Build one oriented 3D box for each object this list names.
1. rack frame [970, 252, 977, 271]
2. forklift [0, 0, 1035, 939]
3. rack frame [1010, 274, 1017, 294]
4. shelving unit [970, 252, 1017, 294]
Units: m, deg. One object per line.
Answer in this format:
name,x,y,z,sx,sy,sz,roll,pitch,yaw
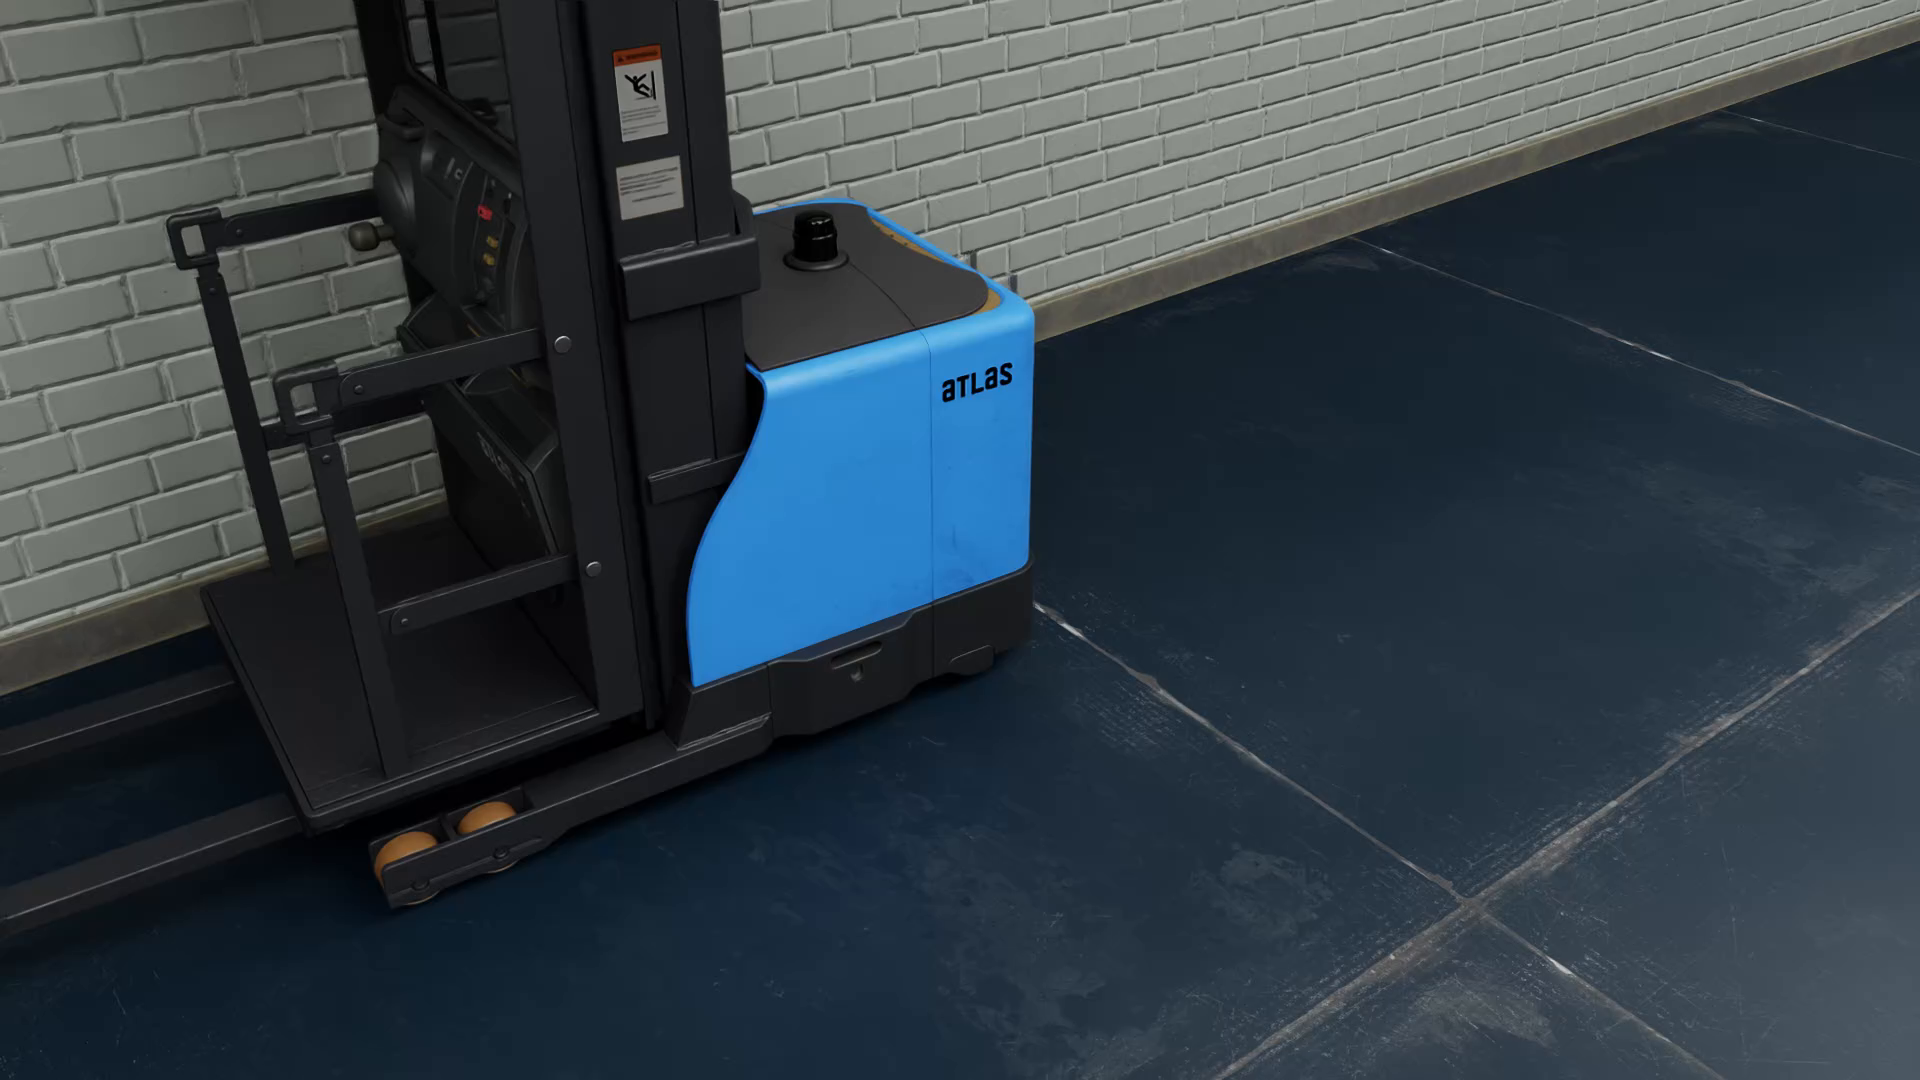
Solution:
rack frame,-0.051,-0.433,5.094,0.240,0.900,0.006,-20,37,-29
forklift,-1.310,-0.714,3.622,3.031,2.935,1.130,-19,37,-28
rack frame,0.063,-0.344,4.951,0.240,0.900,0.006,-20,37,-29
shelving unit,0.006,-0.389,5.023,0.258,0.900,0.210,-20,37,-29
